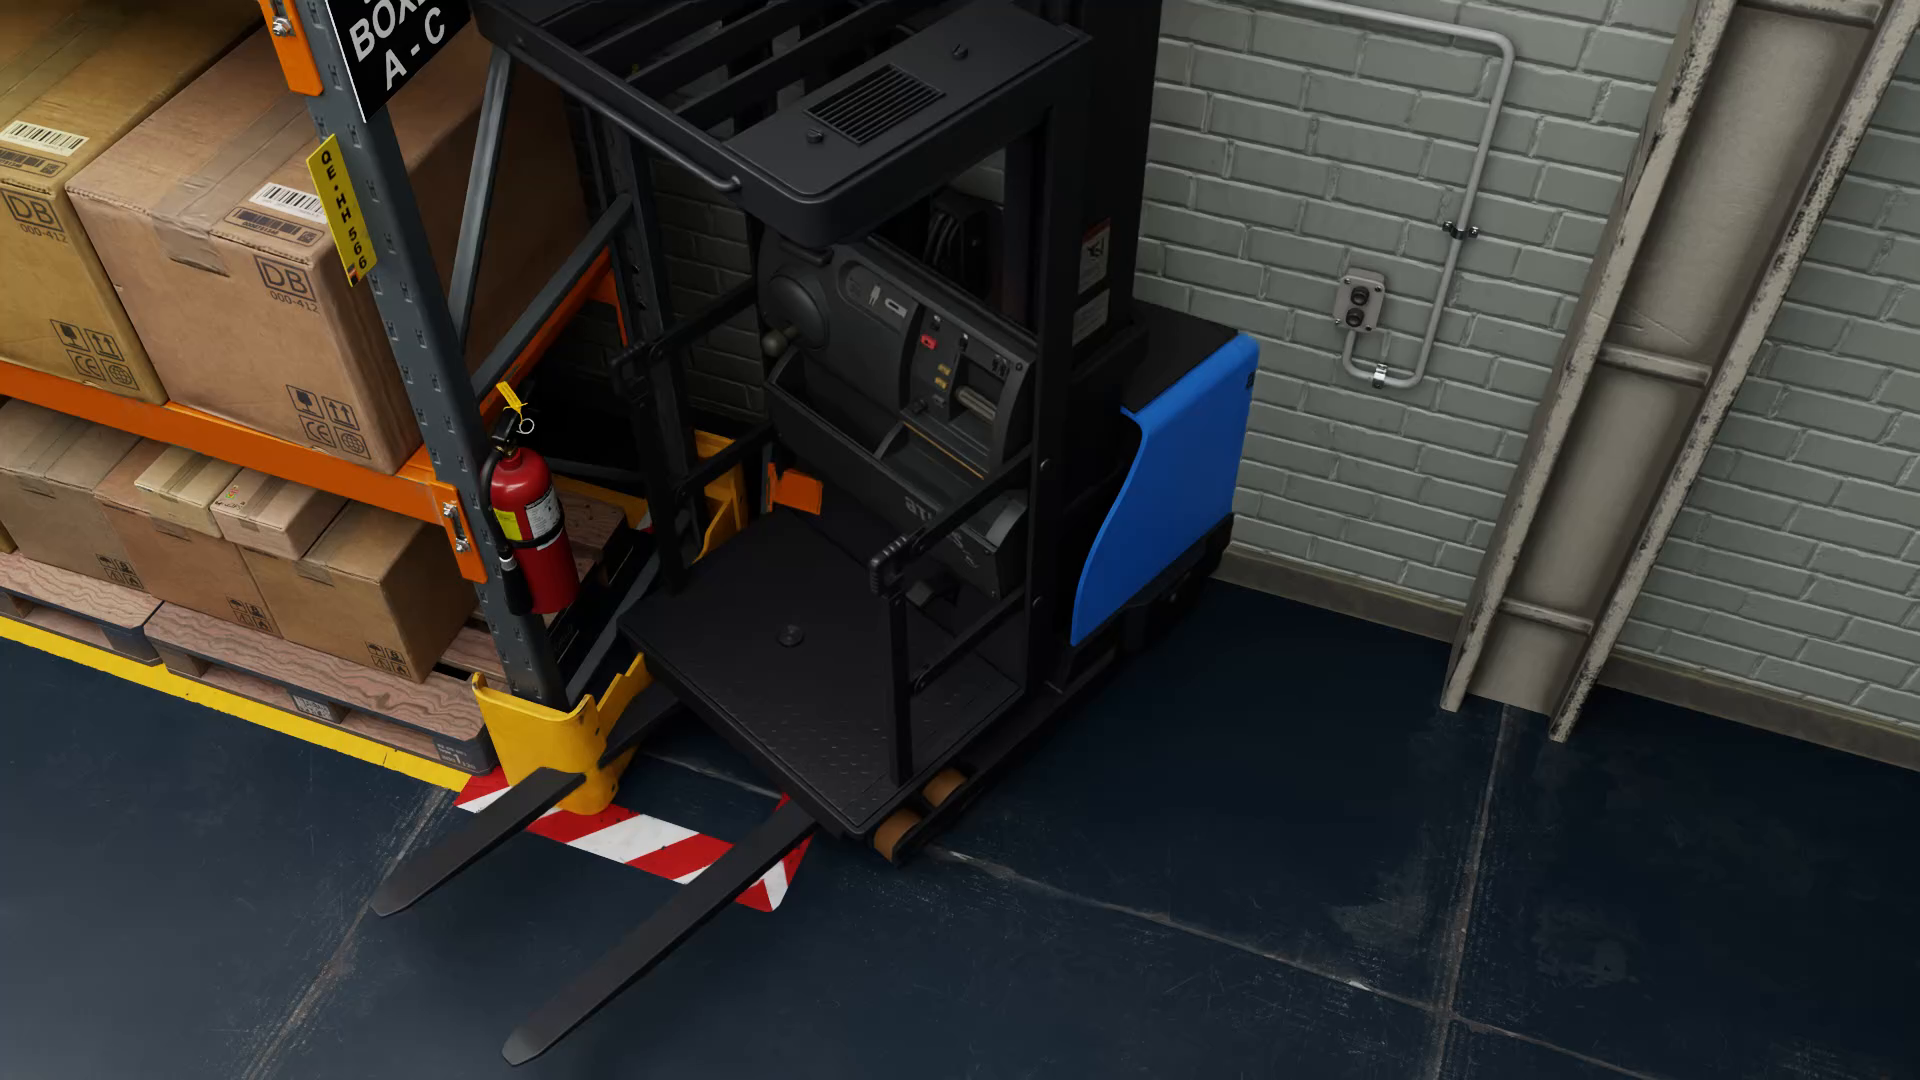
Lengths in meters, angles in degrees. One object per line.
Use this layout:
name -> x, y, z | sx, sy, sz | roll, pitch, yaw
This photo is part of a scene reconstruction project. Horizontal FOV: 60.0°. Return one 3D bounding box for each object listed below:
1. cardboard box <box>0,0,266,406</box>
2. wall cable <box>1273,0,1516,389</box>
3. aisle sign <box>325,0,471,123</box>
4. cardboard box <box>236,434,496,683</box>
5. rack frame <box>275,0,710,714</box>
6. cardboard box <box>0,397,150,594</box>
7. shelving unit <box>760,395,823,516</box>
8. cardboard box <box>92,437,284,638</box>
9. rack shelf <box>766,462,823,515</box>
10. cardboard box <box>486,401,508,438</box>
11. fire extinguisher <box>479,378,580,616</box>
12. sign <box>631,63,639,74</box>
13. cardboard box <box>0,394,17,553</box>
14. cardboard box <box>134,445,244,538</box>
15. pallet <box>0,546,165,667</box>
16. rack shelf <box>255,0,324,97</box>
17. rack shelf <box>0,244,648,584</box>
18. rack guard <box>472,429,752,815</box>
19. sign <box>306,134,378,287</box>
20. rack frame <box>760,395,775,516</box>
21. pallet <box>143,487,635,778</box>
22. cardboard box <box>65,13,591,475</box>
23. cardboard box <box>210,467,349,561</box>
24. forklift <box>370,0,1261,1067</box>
cardboard box -> -2.237, -1.008, 4.440 | 0.700, 0.700, 0.980 | 15, 51, 13
wall cable -> 0.460, -1.269, 4.192 | 1.851, 1.984, 0.084 | 16, 51, 13
aisle sign -> -1.105, -1.221, 3.103 | 0.004, 0.787, 0.394 | 16, 51, 13
cardboard box -> -1.760, -0.032, 5.169 | 0.500, 0.500, 0.700 | 16, 51, 13
rack frame -> -1.069, -0.601, 4.286 | 0.127, 3.000, 1.000 | 16, 51, 13
cardboard box -> -2.701, -0.294, 5.396 | 0.500, 0.500, 0.700 | 14, 51, 12
shelving unit -> -0.042, -0.316, 5.277 | 1.048, 1.125, 0.538 | 16, 32, 16
cardboard box -> -2.229, -0.163, 5.283 | 0.500, 0.500, 0.700 | 15, 51, 13
rack shelf -> -0.064, -0.106, 5.400 | 1.000, 0.278, 0.538 | 16, 32, 16
cardboard box -> -1.573, -0.354, 5.018 | 0.250, 0.149, 0.380 | 16, 51, 13
fire extinguisher -> -1.087, -0.087, 4.138 | 0.183, 0.674, 0.296 | 16, 51, 13
sign -> -0.871, -1.302, 4.268 | 0.005, 0.325, 0.100 | 16, 51, 13
cardboard box -> -3.204, -0.429, 5.513 | 0.500, 0.500, 0.700 | 17, 51, 14
cardboard box -> -2.183, -0.215, 4.899 | 0.250, 0.149, 0.380 | 17, 51, 14
pallet -> -2.986, -0.162, 5.751 | 1.213, 0.211, 1.003 | 16, 51, 13
rack shelf -> -2.945, -1.871, 3.878 | 4.000, 0.370, 1.077 | 16, 51, 13
rack shelf -> -2.945, -0.889, 5.012 | 4.000, 0.370, 1.077 | 16, 51, 13
rack guard -> -1.046, 0.224, 5.225 | 0.348, 0.500, 1.175 | 16, 51, 13
sign -> -1.270, -0.677, 3.428 | 0.005, 0.325, 0.100 | 16, 51, 13
rack frame -> -0.511, -0.450, 5.421 | 0.032, 1.125, 0.500 | 16, 32, 16
pallet -> -1.846, 0.159, 5.473 | 1.213, 0.211, 1.003 | 16, 51, 13
cardboard box -> -1.550, -0.826, 4.282 | 0.700, 0.700, 0.980 | 18, 51, 15
cardboard box -> -1.943, -0.149, 4.841 | 0.250, 0.149, 0.380 | 15, 51, 13
forklift -> -0.336, -0.454, 4.204 | 1.130, 2.935, 3.031 | 36, 58, 27
